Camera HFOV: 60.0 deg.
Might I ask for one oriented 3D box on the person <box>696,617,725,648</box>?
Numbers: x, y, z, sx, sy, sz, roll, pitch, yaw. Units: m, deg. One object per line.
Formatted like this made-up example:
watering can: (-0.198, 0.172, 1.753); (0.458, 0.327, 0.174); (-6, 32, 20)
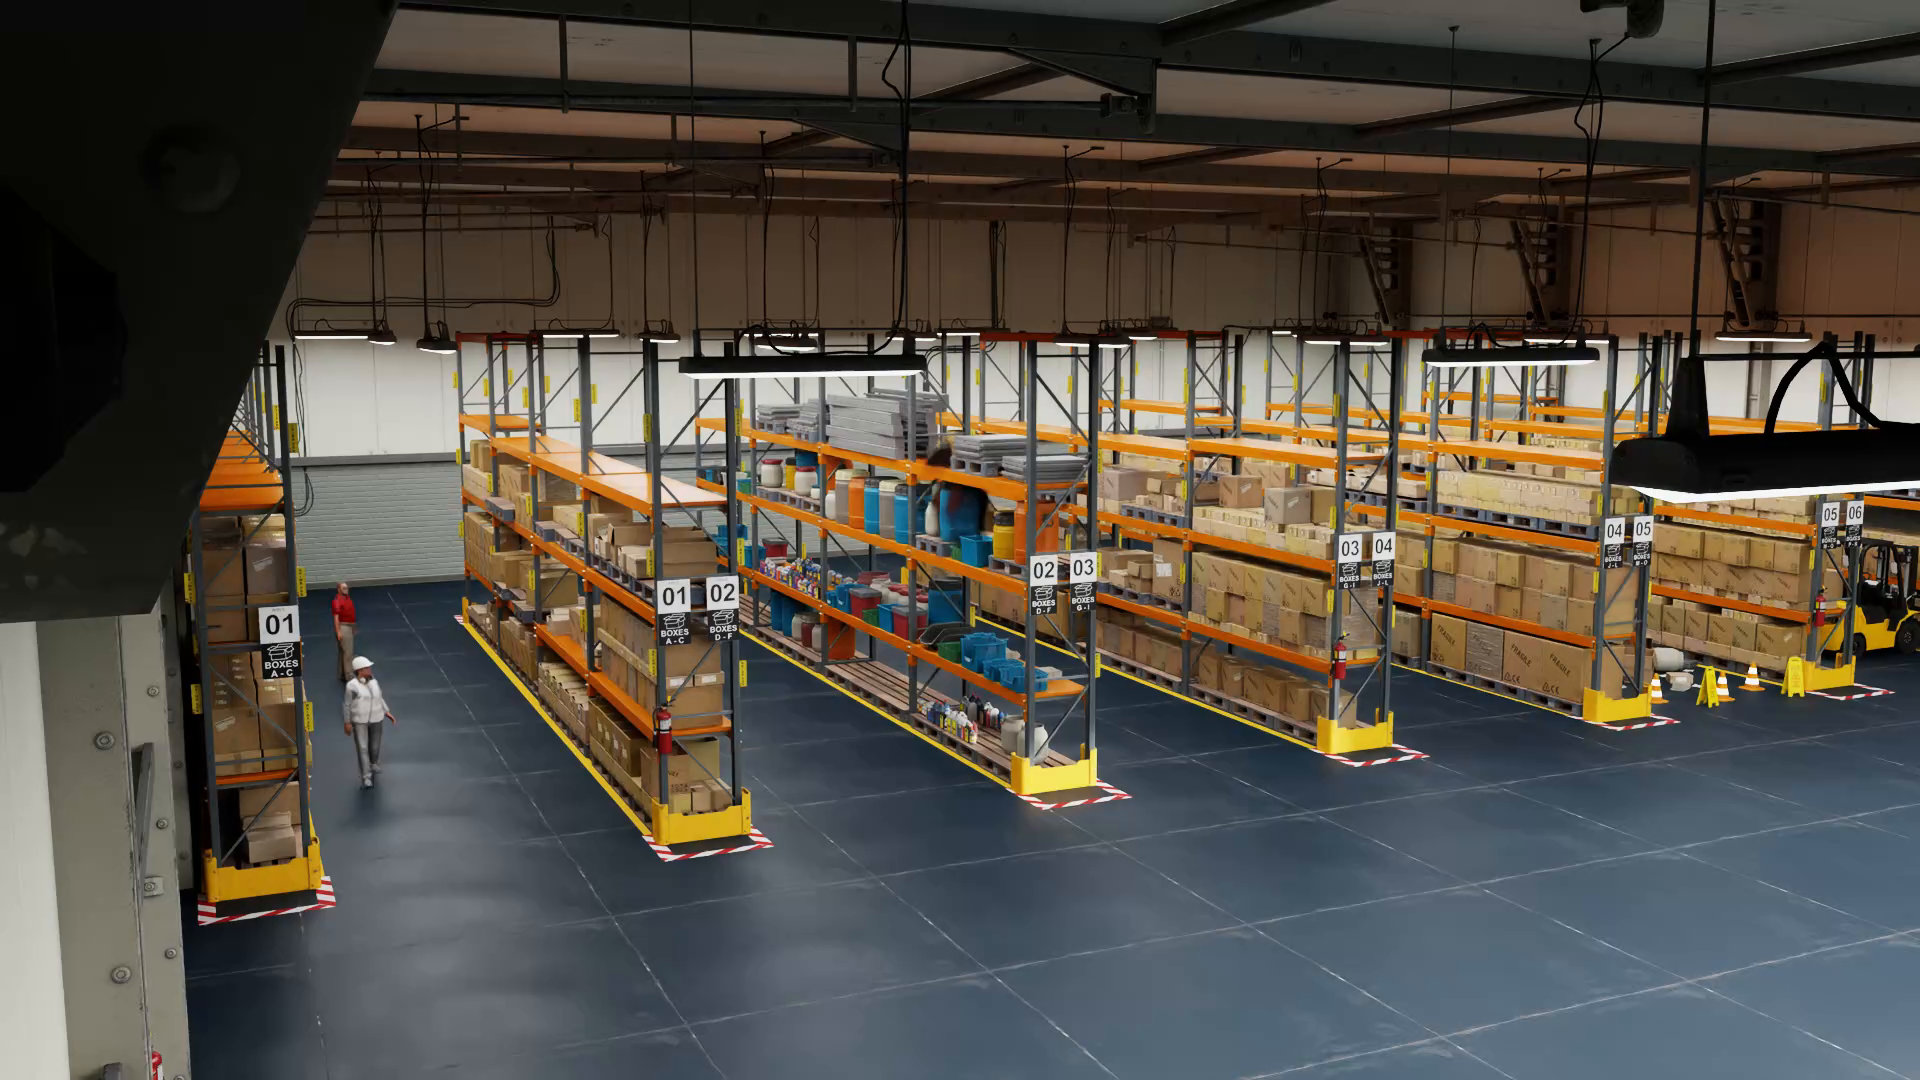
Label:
person: (-4.325, 1.545, 29.402); (0.662, 1.813, 0.877); (-4, 8, -25)

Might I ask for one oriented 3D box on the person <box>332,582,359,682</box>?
person: (-10.669, 1.580, 29.019); (0.487, 1.733, 0.575); (-2, 8, -16)

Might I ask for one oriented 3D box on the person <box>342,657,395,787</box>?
person: (-8.047, 2.439, 22.614); (0.681, 1.733, 1.007); (-4, 9, -27)
